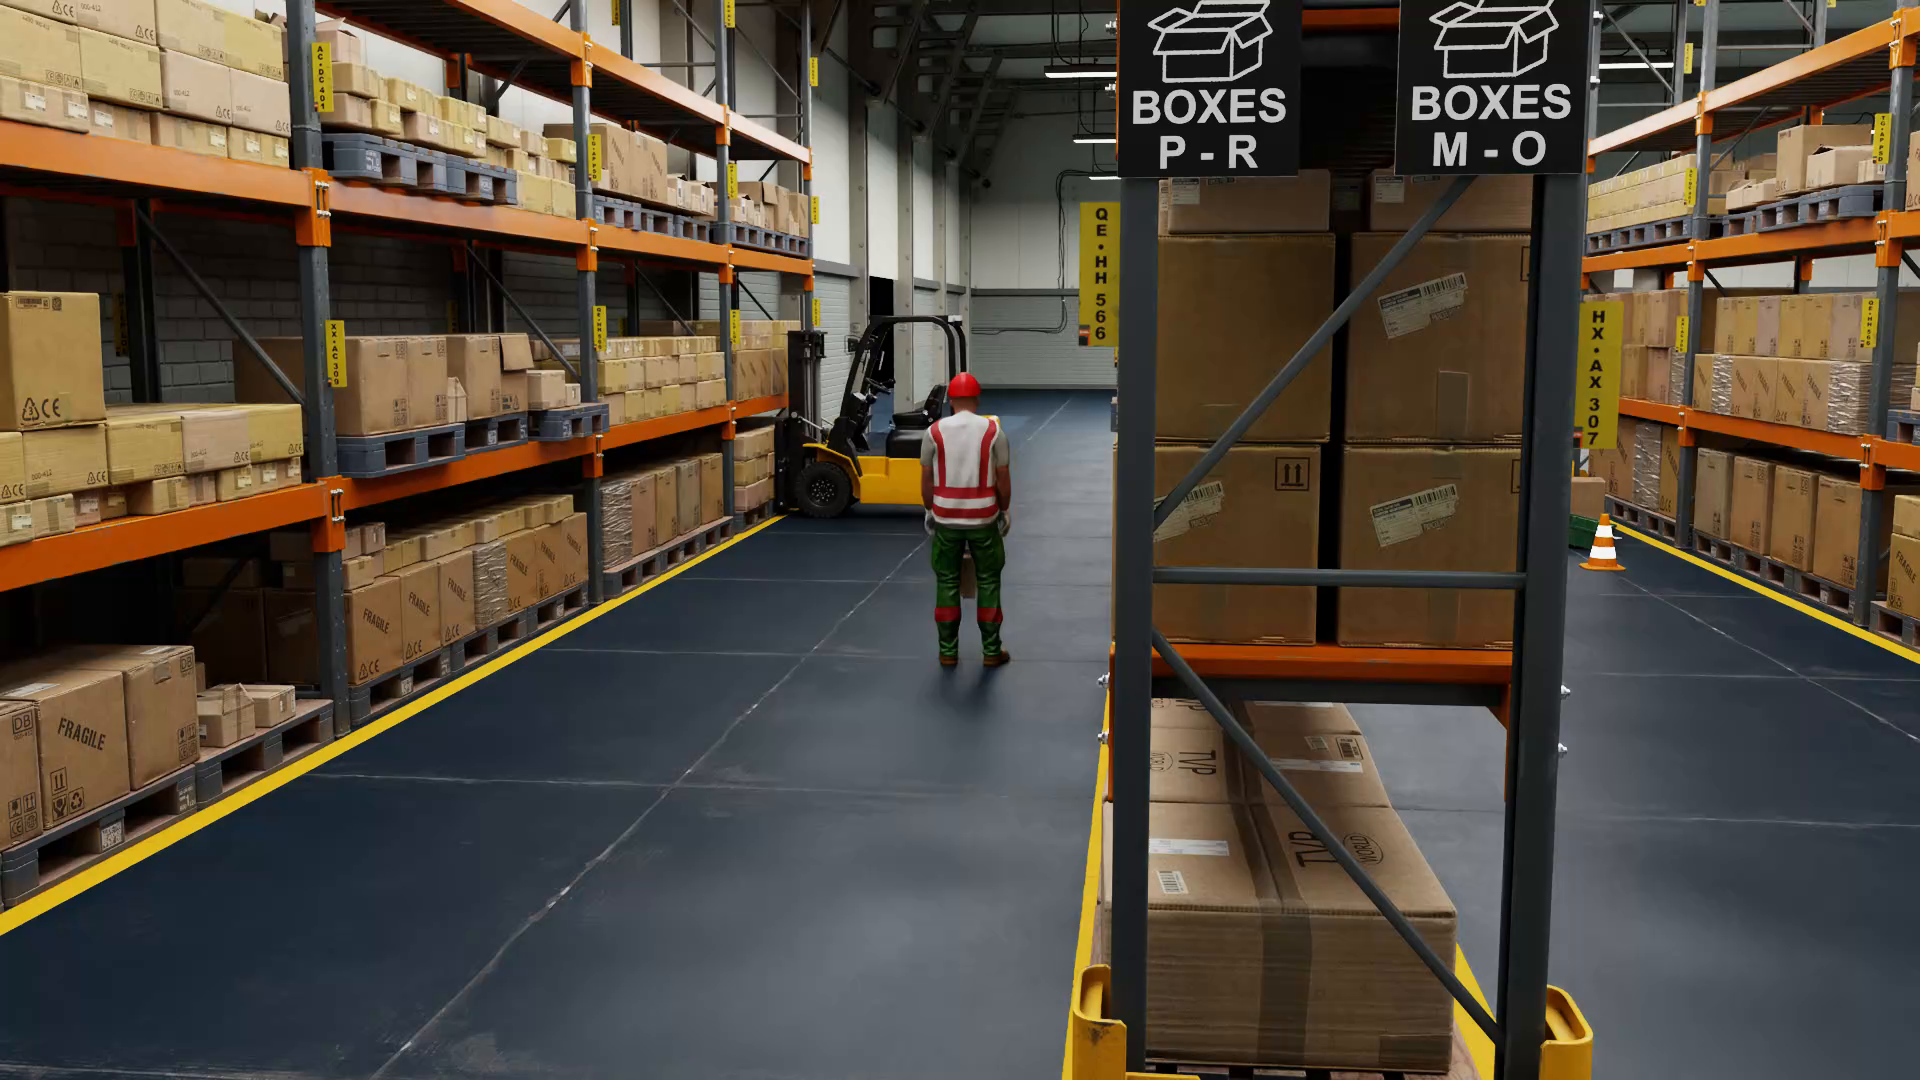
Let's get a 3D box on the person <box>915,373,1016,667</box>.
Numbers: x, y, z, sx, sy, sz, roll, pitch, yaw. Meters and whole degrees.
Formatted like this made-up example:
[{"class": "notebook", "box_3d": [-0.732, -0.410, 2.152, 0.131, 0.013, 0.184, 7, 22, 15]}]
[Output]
[{"class": "person", "box_3d": [0.031, -0.124, 10.172, 0.621, 1.779, 0.453, 1, 8, 5]}]
